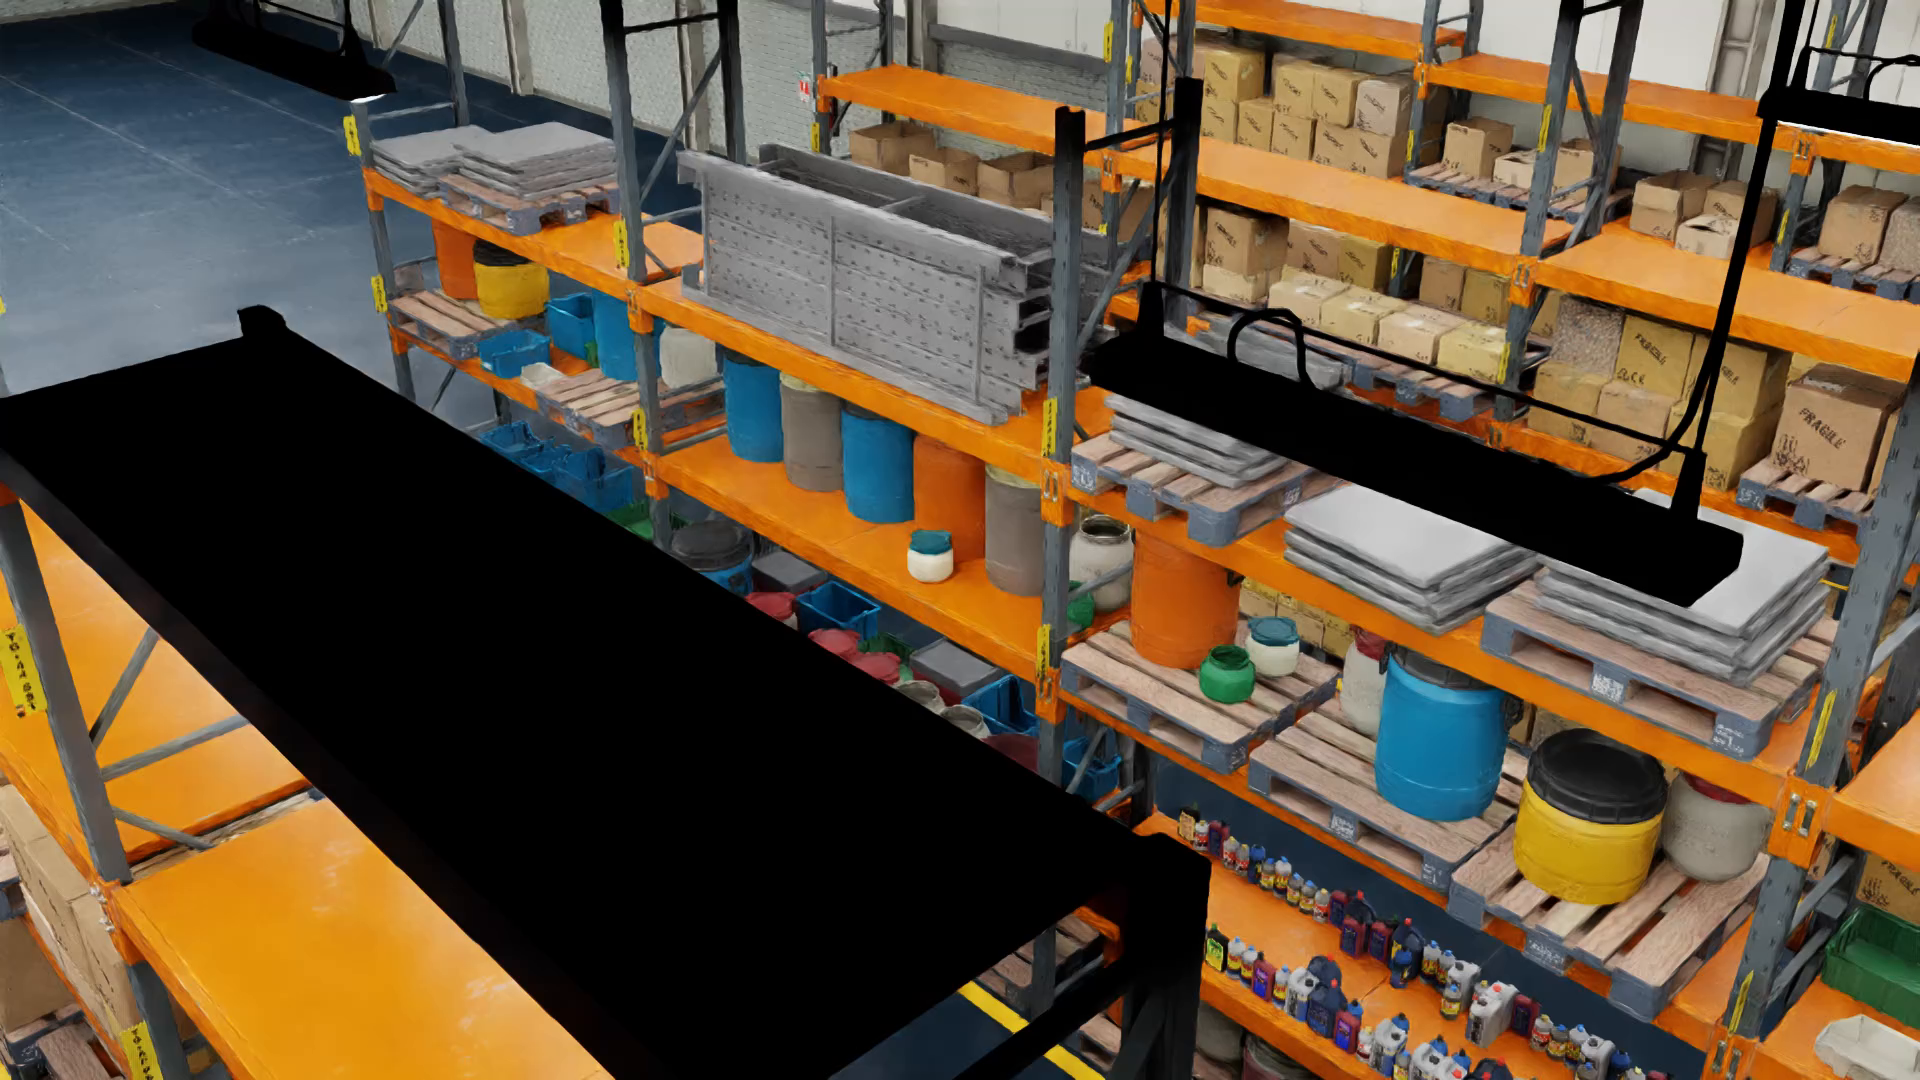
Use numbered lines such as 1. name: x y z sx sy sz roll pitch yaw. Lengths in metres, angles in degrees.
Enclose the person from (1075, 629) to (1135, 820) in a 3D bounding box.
1. person: 1.127 1.282 12.564 0.584 1.776 0.450 7 29 13
